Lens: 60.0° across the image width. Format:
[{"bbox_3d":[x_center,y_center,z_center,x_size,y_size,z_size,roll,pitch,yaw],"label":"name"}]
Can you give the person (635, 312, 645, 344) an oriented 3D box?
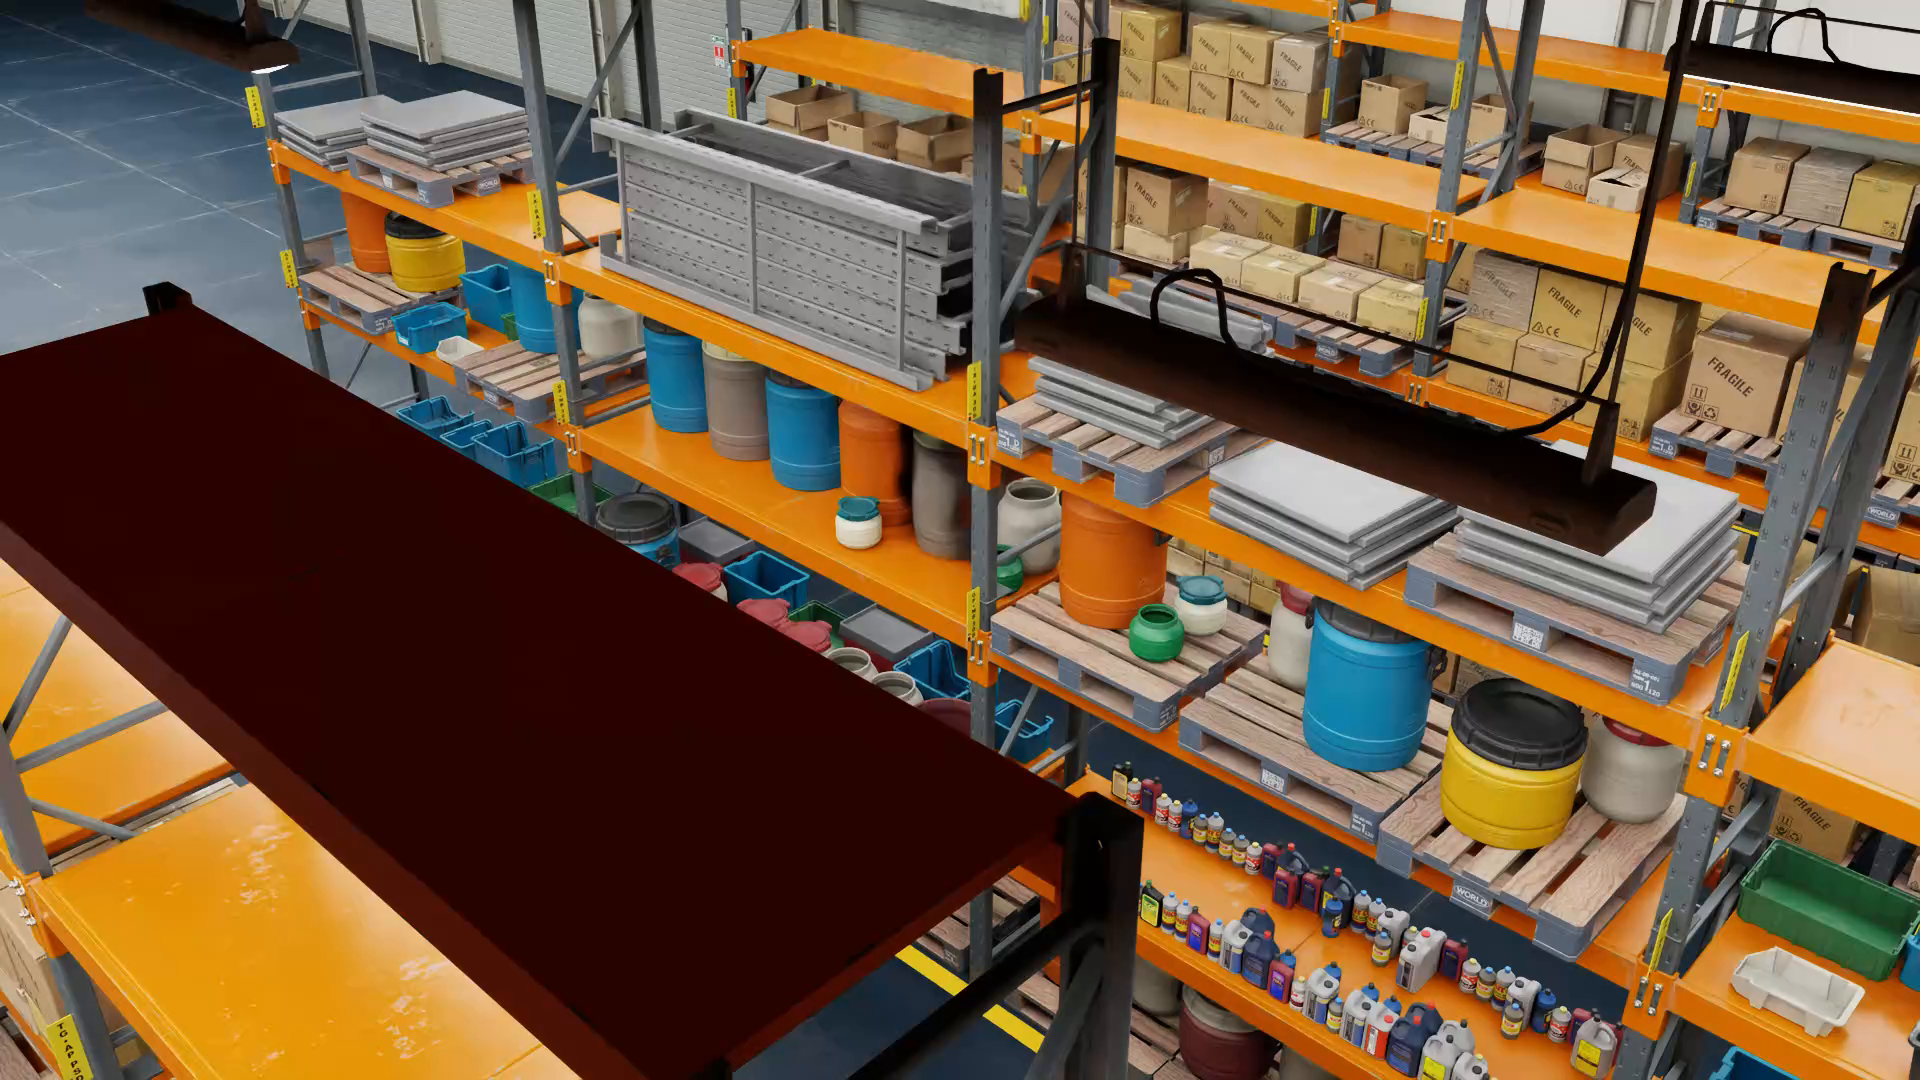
[{"bbox_3d":[-3.610,-2.861,19.519,0.851,1.810,0.674,-9,31,-15],"label":"person"}]
